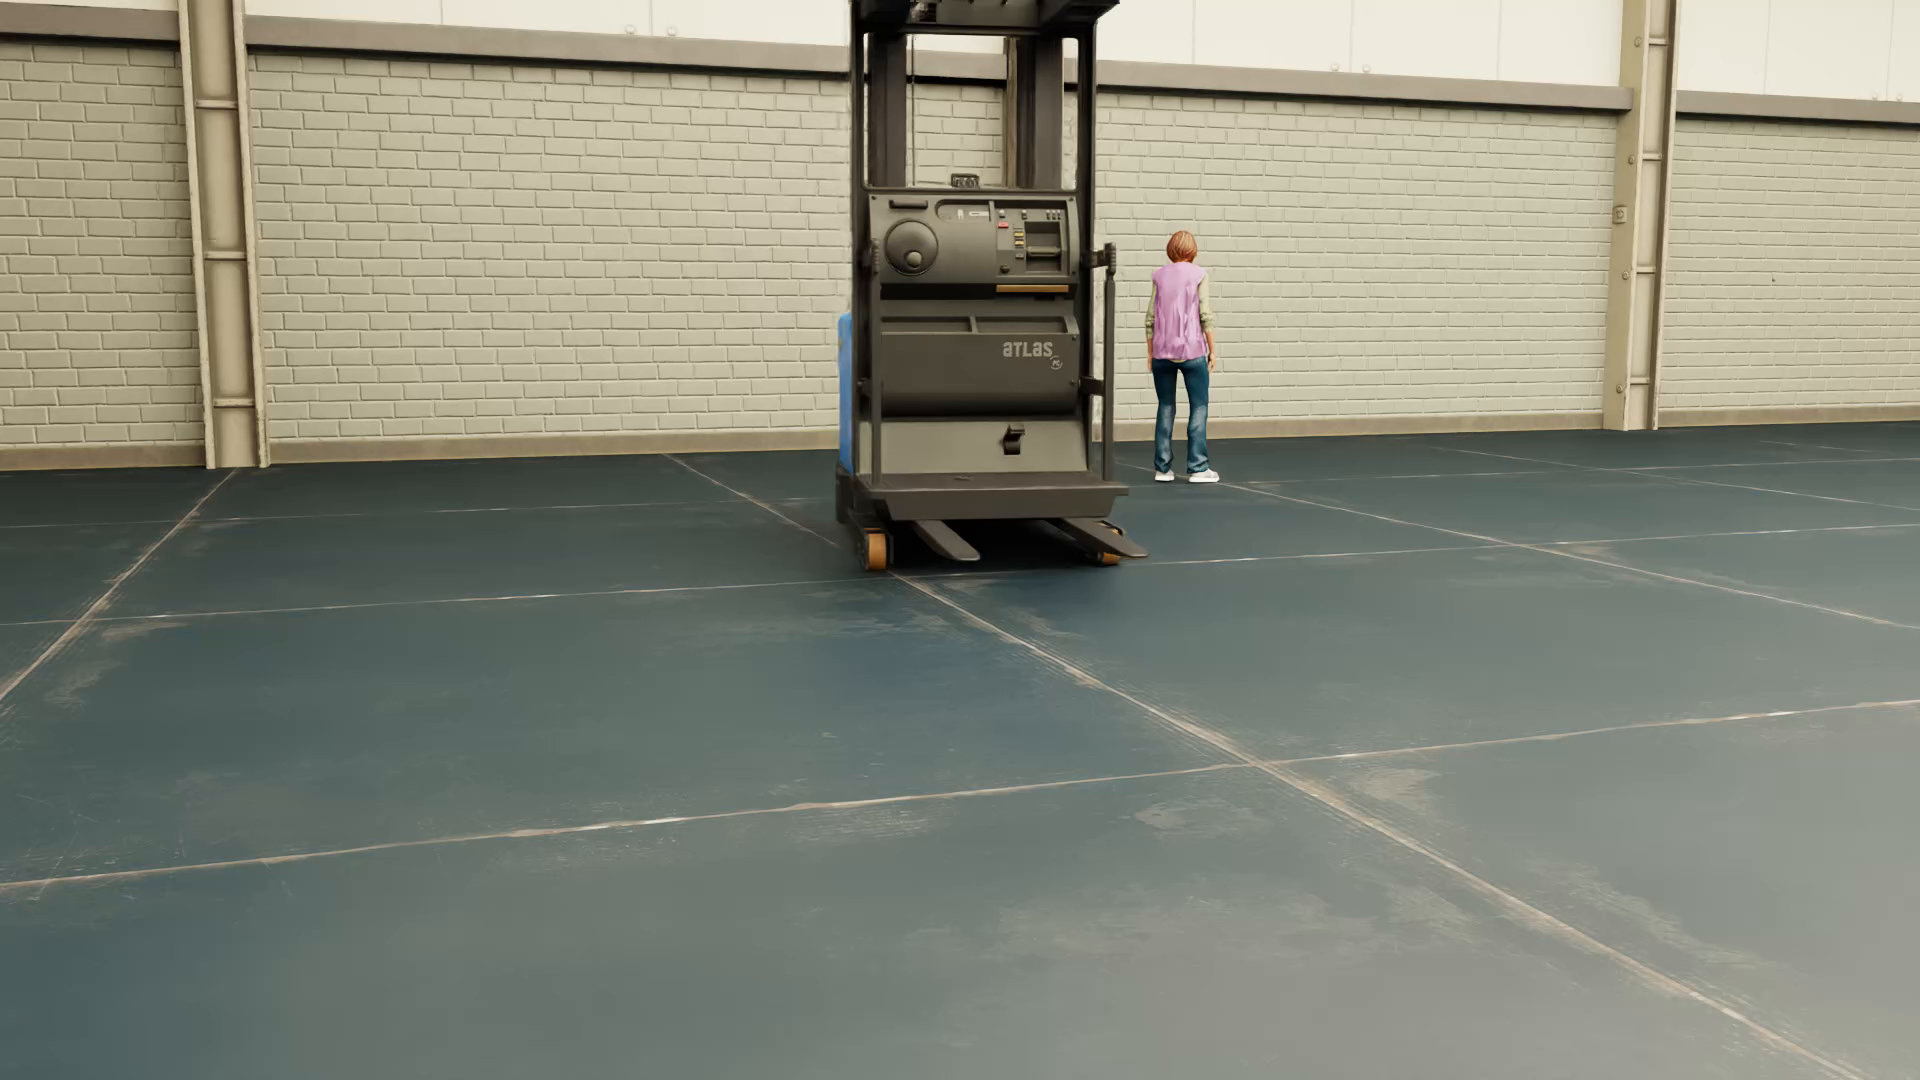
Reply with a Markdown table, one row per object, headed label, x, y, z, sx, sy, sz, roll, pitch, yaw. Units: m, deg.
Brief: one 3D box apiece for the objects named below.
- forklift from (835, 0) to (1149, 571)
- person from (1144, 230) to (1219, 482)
| label | x | y | z | sx | sy | sz | roll | pitch | yaw |
| --- | --- | --- | --- | --- | --- | --- | --- | --- | --- |
| forklift | 0.098 | -1.371 | 7.129 | 1.130 | 2.935 | 3.031 | -1 | 8 | -9 |
| person | 1.400 | -1.158 | 10.546 | 0.465 | 1.590 | 0.348 | 4 | 9 | 26 |
